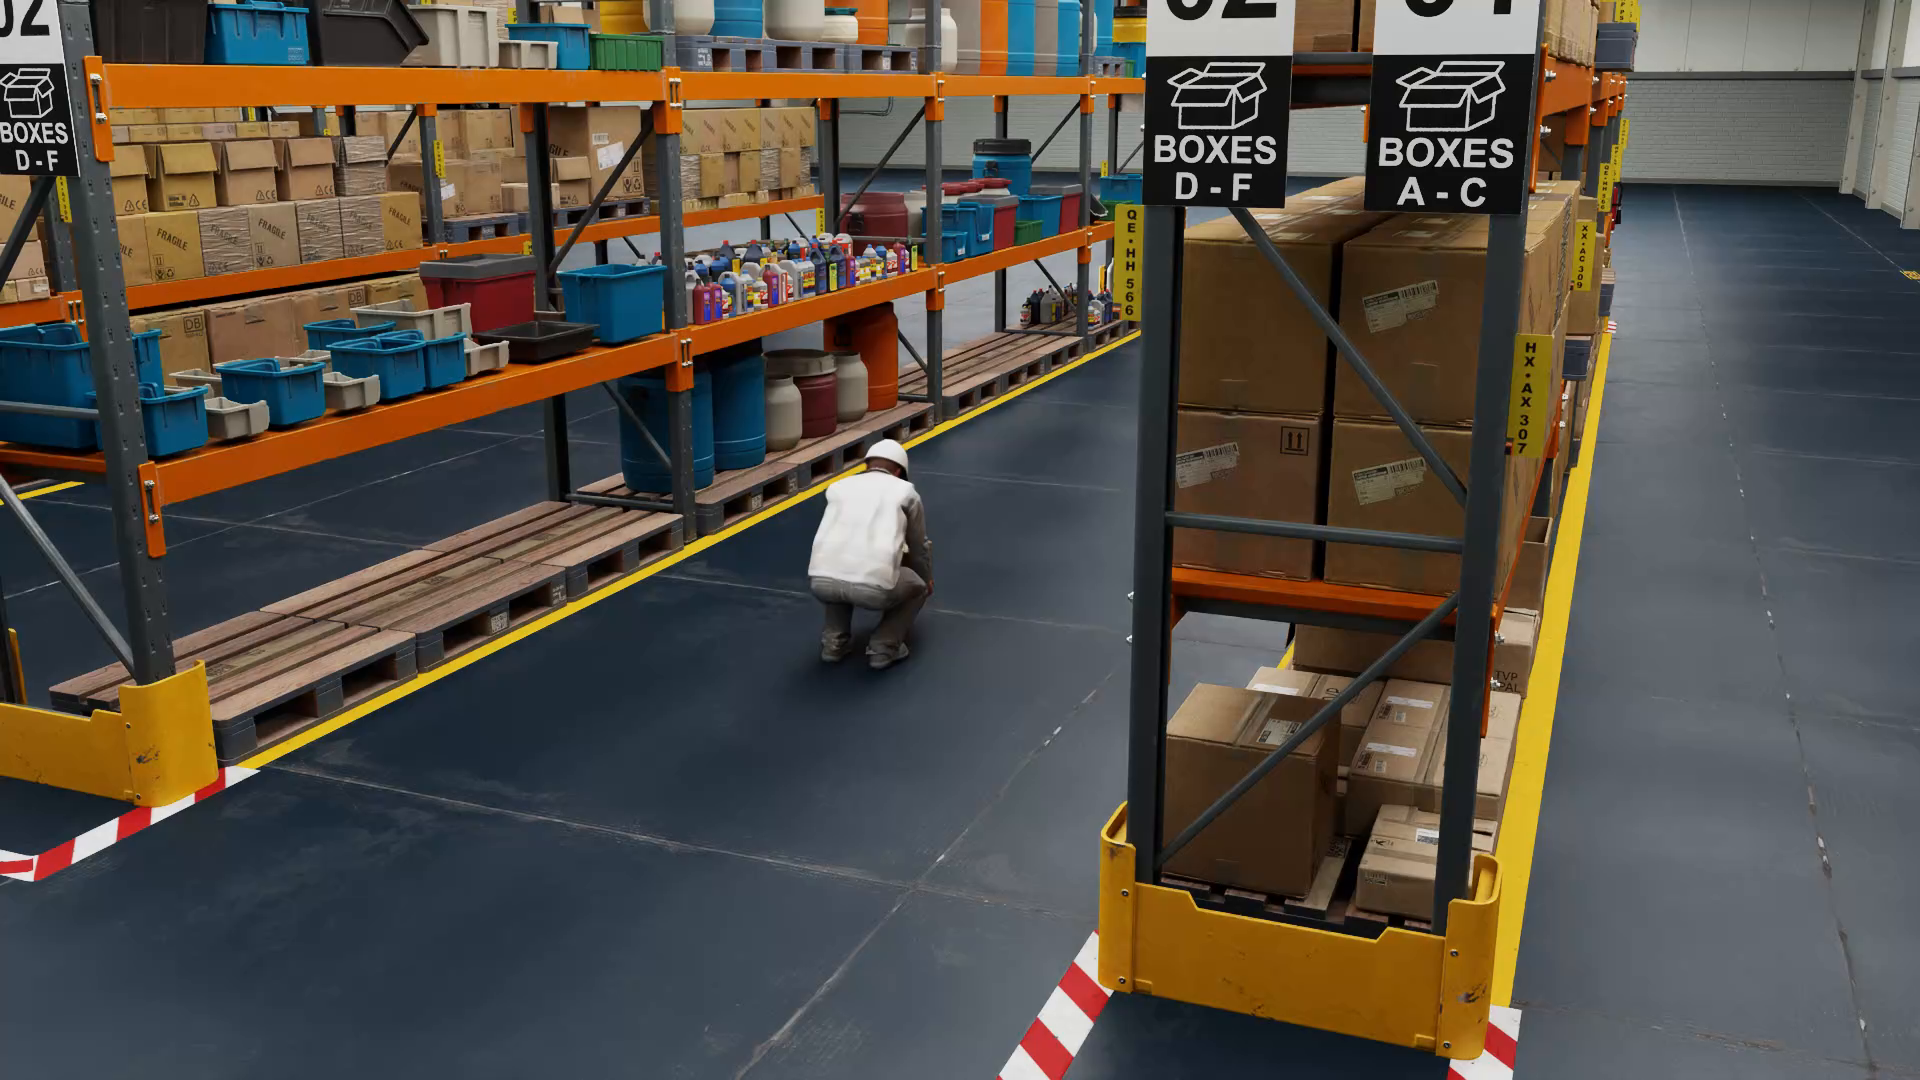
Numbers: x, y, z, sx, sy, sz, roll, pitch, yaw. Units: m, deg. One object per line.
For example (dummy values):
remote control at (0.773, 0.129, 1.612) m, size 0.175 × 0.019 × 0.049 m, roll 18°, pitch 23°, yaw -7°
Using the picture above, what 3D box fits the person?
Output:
person at (-0.433, 0.064, 8.220) m, size 0.519 × 1.005 × 0.868 m, roll 6°, pitch 16°, yaw 20°
